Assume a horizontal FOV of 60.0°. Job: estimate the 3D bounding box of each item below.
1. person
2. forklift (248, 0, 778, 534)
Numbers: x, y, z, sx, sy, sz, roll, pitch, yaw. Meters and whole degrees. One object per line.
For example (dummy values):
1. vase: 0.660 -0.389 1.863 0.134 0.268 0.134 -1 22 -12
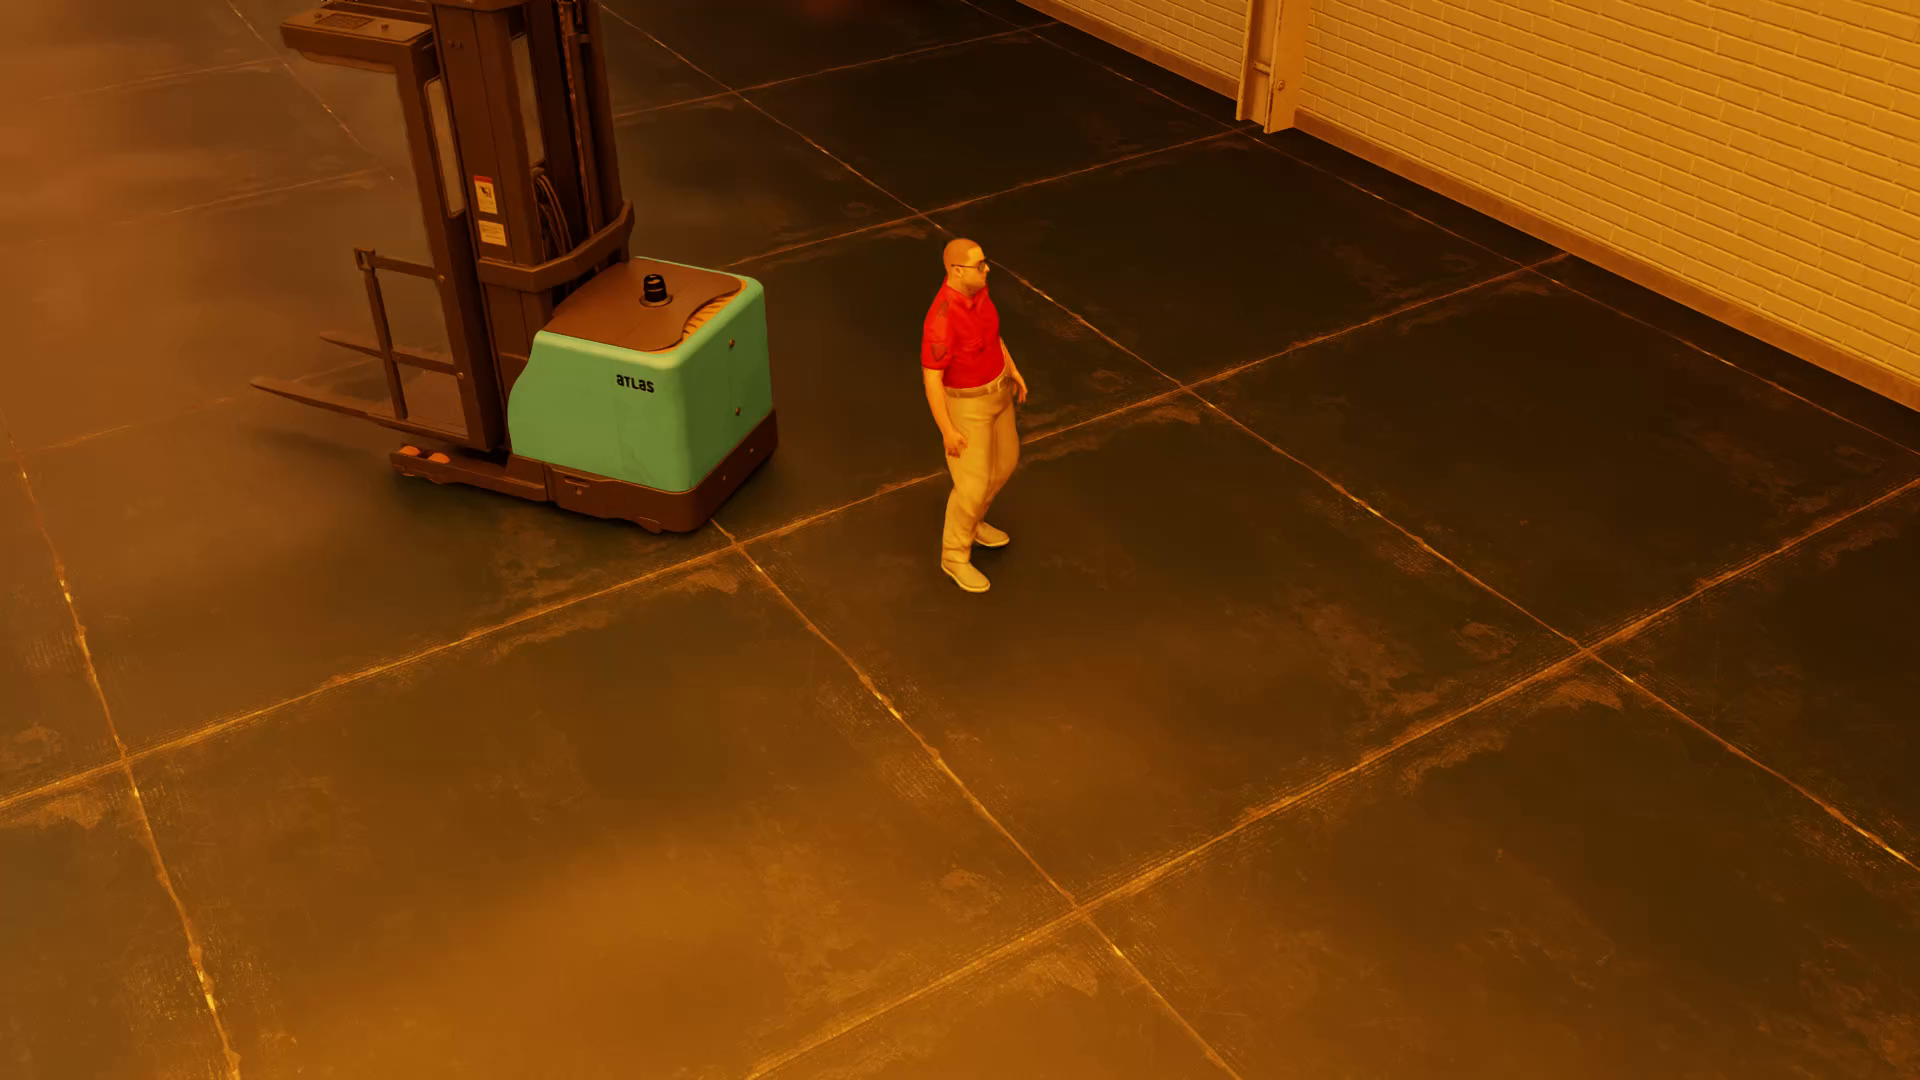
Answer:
1. person: 0.082 -0.648 8.160 0.461 1.711 0.726 16 38 22
2. forklift: -2.589 -1.773 8.671 3.031 2.935 1.130 13 37 18
